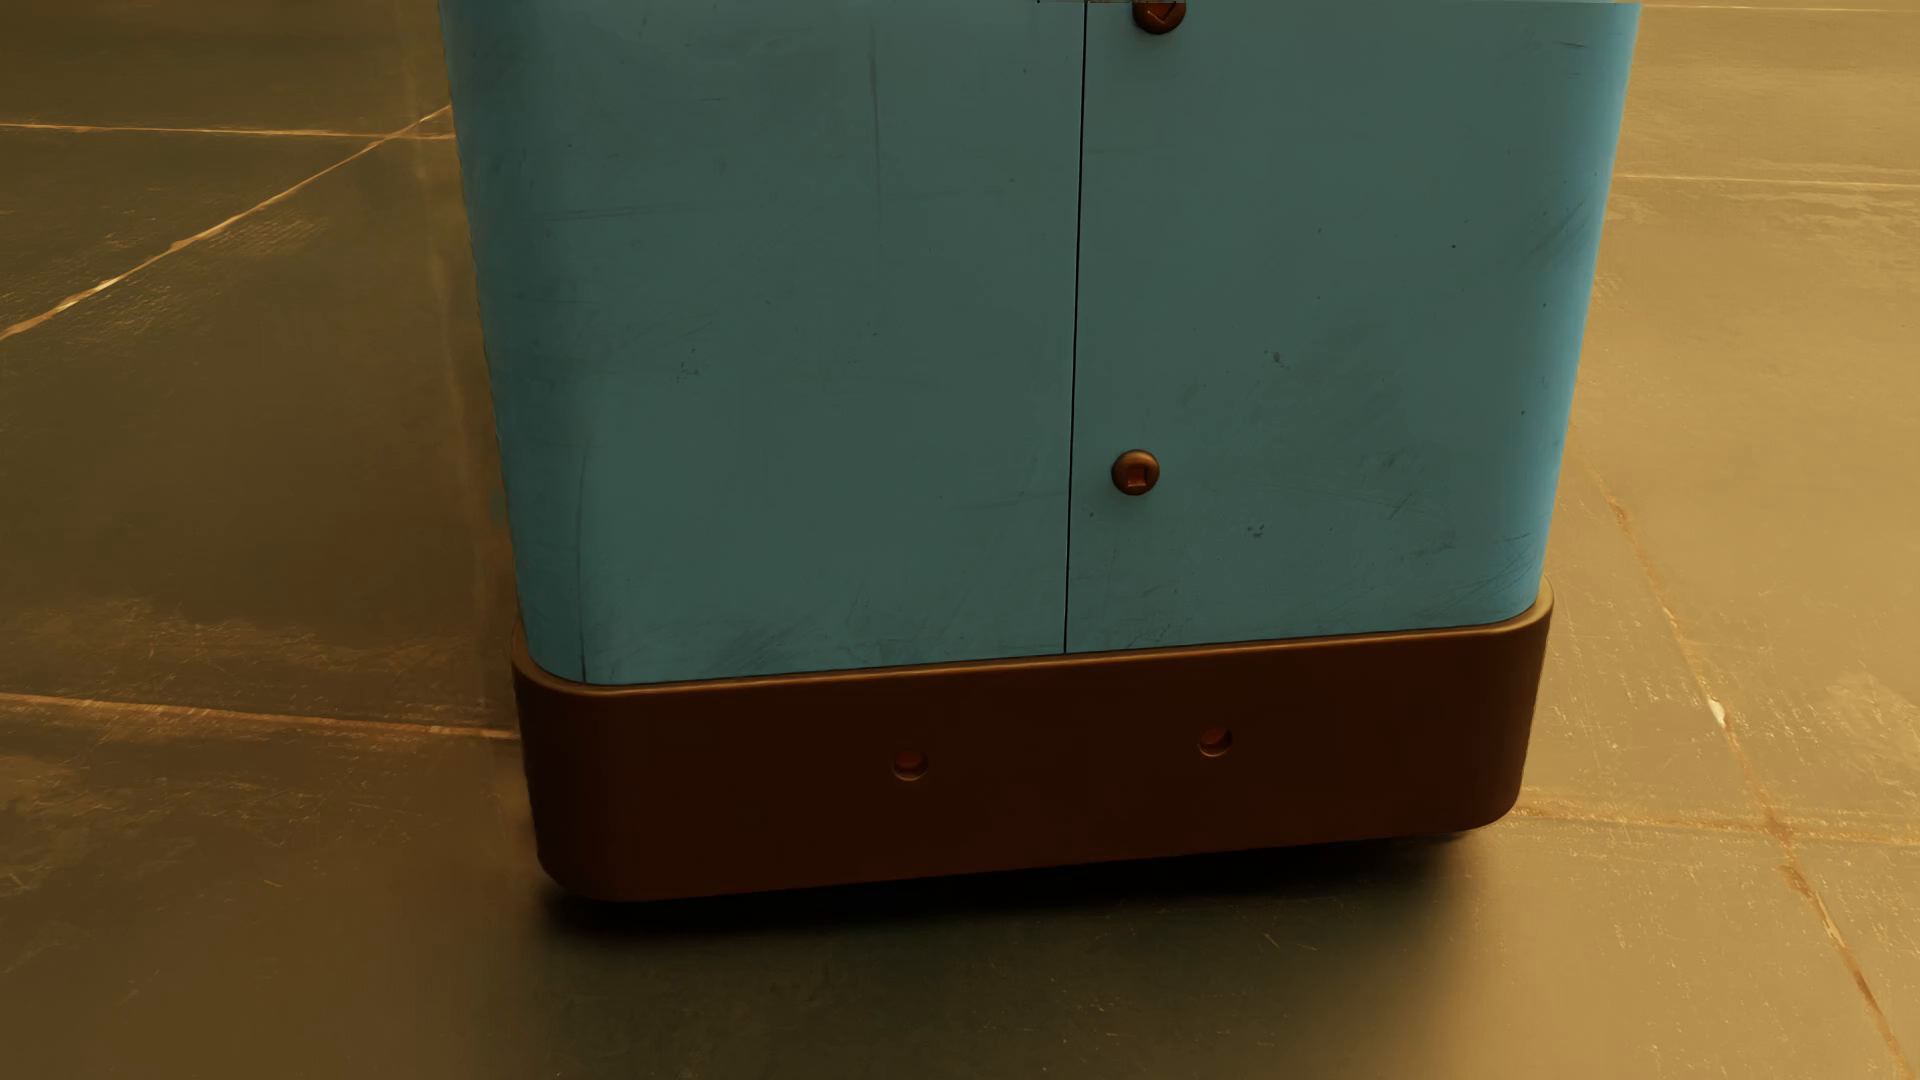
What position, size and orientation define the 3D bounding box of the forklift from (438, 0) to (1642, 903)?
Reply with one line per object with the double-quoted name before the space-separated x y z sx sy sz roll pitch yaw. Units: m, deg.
"forklift" -0.105 -1.587 2.398 1.130 2.935 3.031 -4 27 -7
